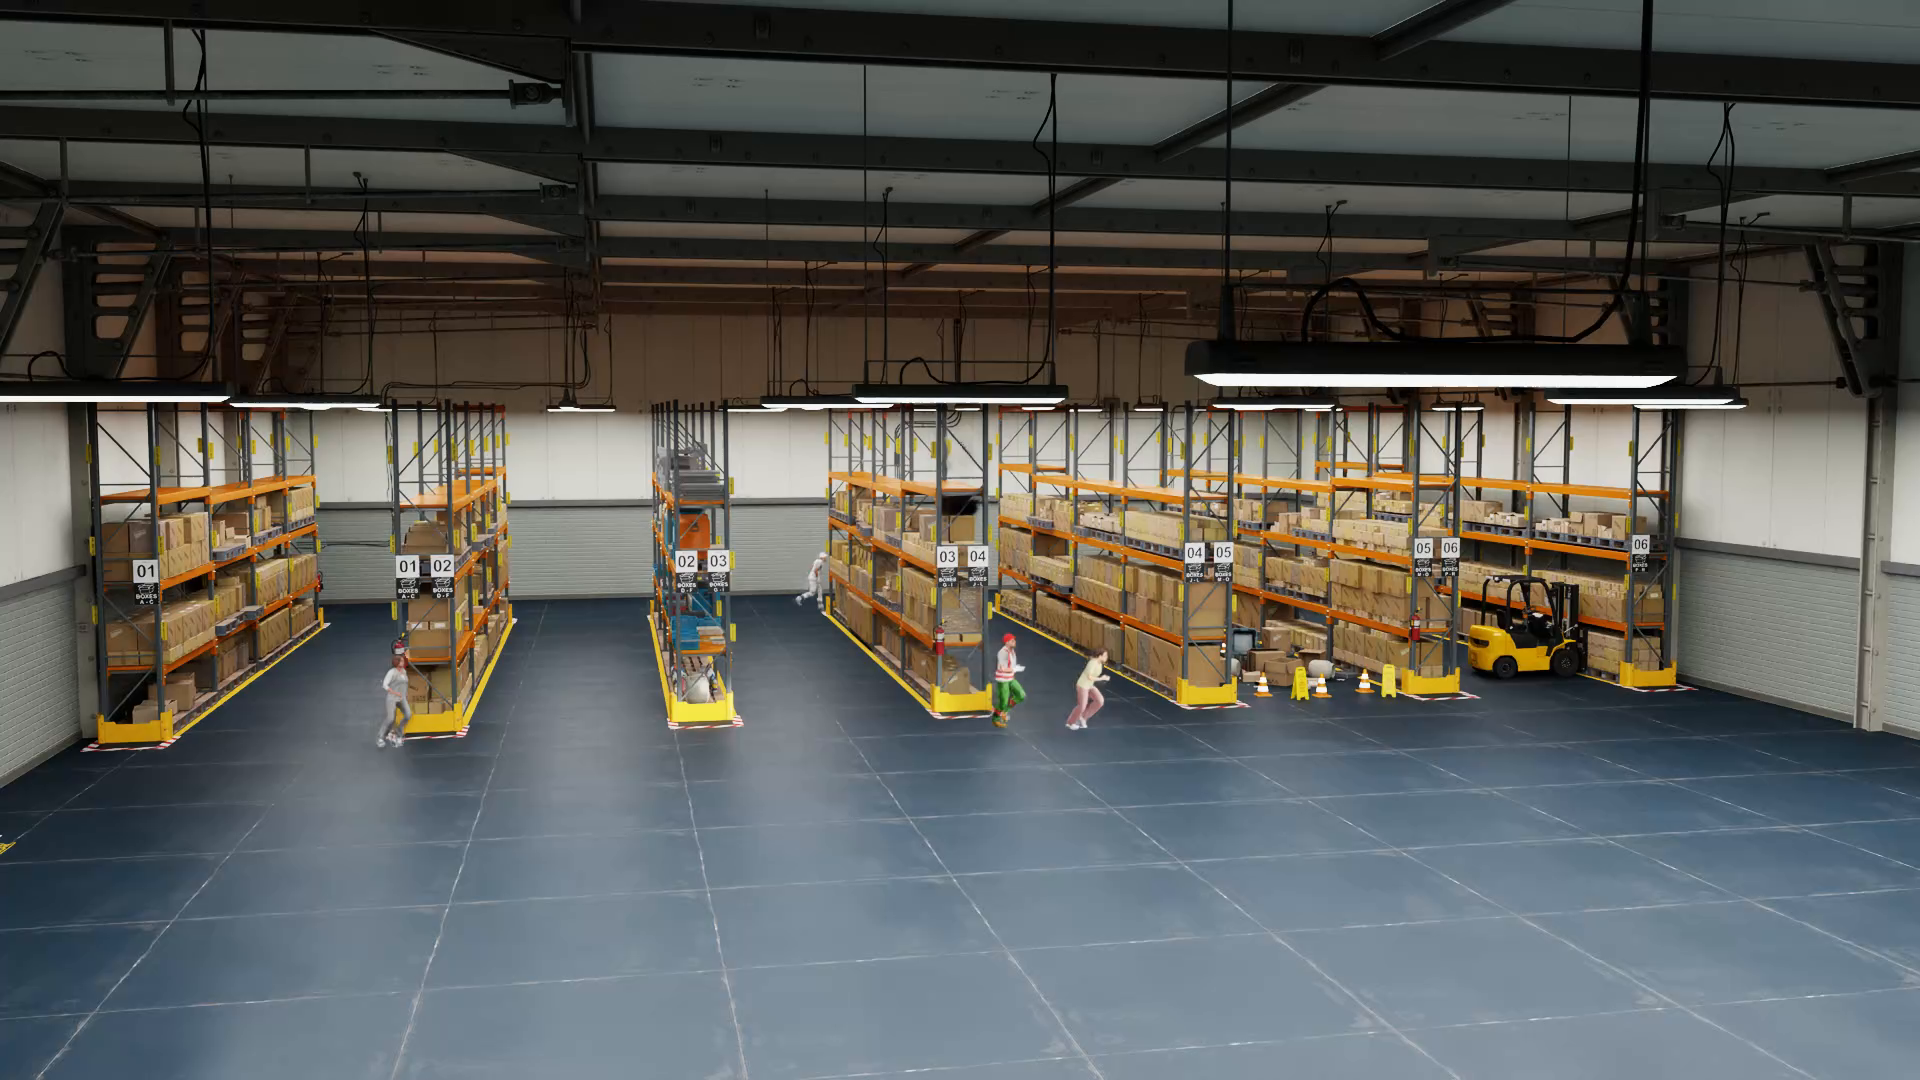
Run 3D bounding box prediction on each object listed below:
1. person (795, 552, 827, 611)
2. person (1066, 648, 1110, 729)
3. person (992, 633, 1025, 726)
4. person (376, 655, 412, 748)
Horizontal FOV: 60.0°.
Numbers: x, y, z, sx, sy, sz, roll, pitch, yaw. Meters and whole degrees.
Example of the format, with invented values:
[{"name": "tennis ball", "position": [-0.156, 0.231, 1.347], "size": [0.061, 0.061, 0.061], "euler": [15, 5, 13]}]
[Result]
[{"name": "person", "position": [-4.333, 1.231, 48.549], "size": [1.016, 1.727, 0.676], "euler": [-1, 4, -17]}, {"name": "person", "position": [2.345, 2.683, 30.154], "size": [0.880, 1.510, 0.610], "euler": [2, 5, 27]}, {"name": "person", "position": [0.896, 2.554, 30.318], "size": [0.735, 1.727, 0.706], "euler": [2, 5, 27]}, {"name": "person", "position": [-9.725, 2.779, 28.728], "size": [0.610, 1.583, 0.602], "euler": [3, 5, 31]}]
